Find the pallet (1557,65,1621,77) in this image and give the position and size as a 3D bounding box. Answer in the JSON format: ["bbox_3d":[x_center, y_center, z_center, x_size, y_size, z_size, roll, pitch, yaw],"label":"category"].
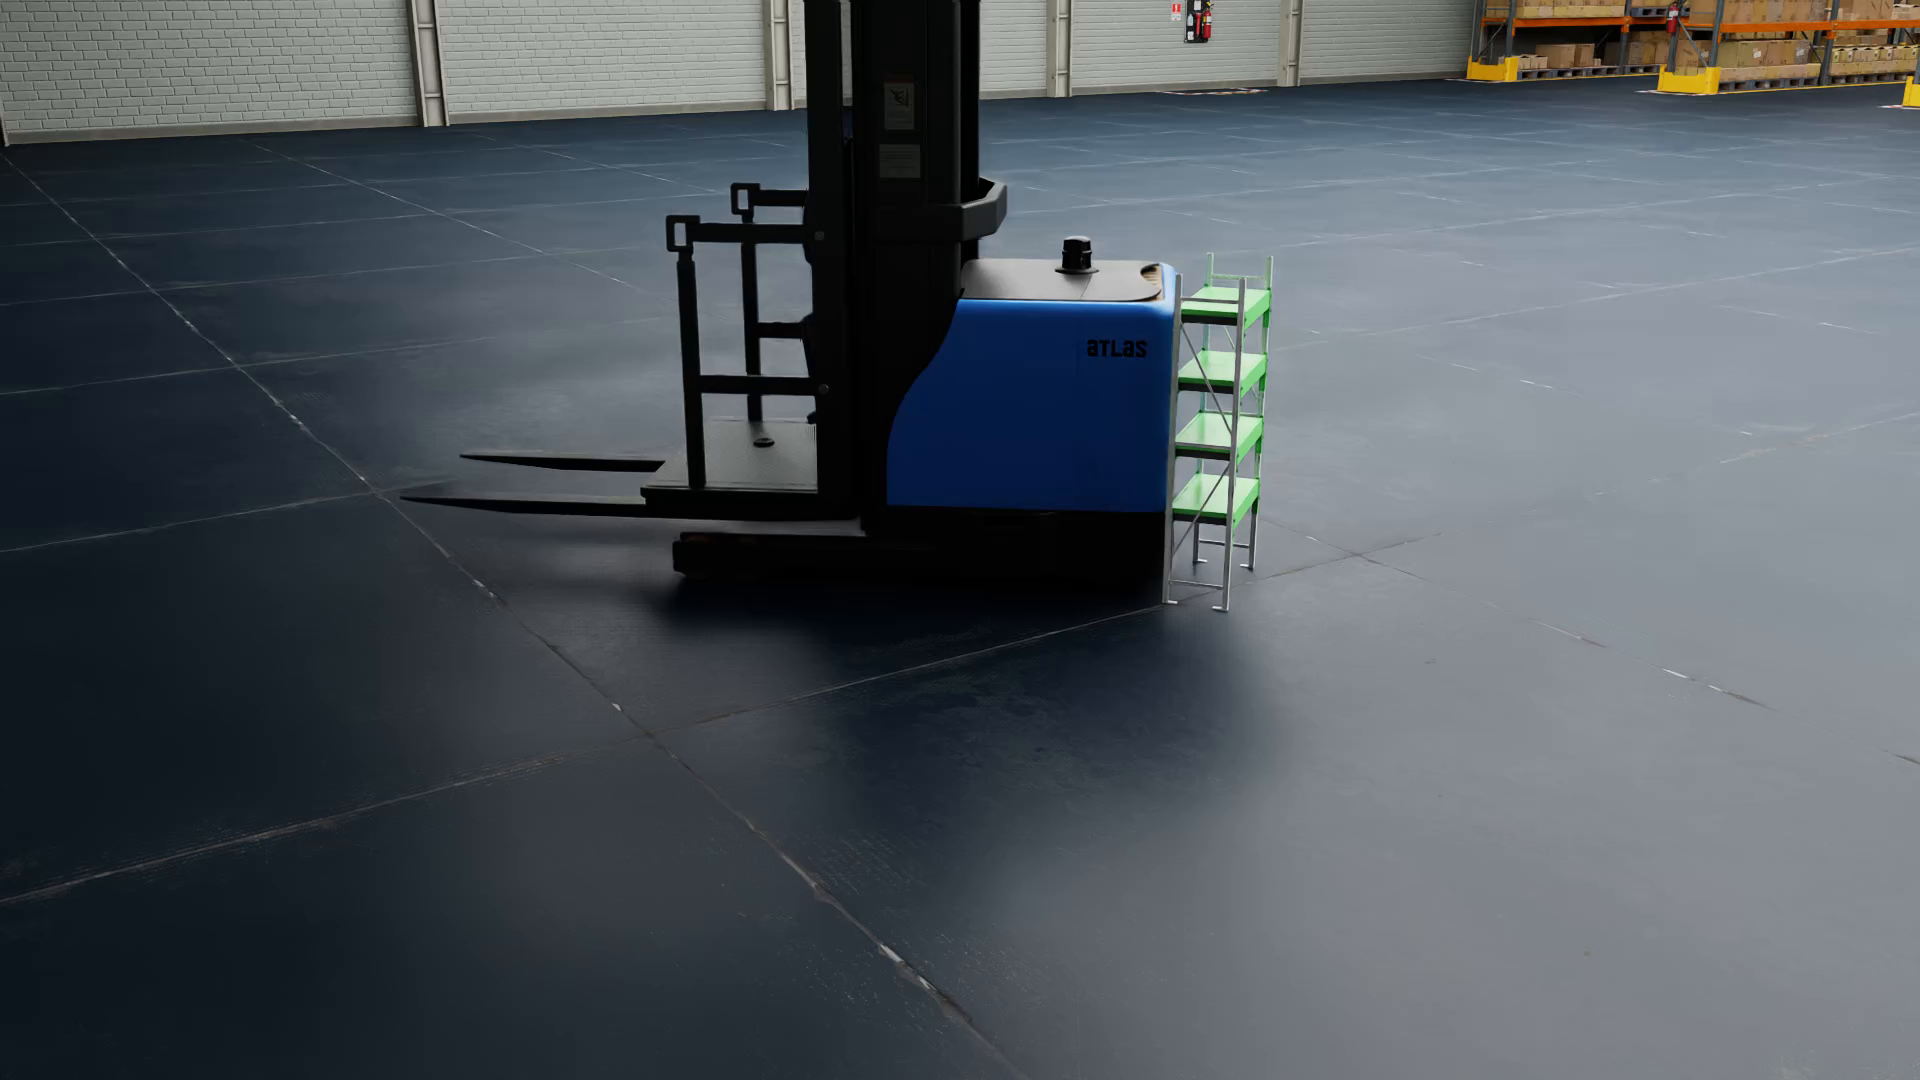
[{"bbox_3d":[14.610,-10.952,38.810,1.213,0.211,1.003,-12,22,-31],"label":"pallet"}]

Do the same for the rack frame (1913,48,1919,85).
[{"bbox_3d":[17.260,-9.046,28.819,0.127,3.000,1.000,-12,22,-31],"label":"rack frame"}]

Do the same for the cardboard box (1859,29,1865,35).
[{"bbox_3d":[24.007,-13.628,44.607,0.250,0.149,0.380,-12,22,-31],"label":"cardboard box"}]

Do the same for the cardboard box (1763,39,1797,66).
[{"bbox_3d":[16.773,-10.014,34.147,0.500,0.500,0.500,-12,22,-31],"label":"cardboard box"}]

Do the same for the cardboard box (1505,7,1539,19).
[{"bbox_3d":[12.393,-11.635,36.681,0.500,0.250,0.500,-13,22,-33],"label":"cardboard box"}]

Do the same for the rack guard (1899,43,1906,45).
[{"bbox_3d":[25.194,-13.334,45.406,0.348,0.500,1.175,-12,22,-31],"label":"rack guard"}]

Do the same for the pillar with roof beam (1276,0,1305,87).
[{"bbox_3d":[9.276,-12.684,30.213,0.400,9.000,9.100,-12,22,-31],"label":"pillar with roof beam"}]

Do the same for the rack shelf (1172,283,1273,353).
[{"bbox_3d":[0.938,-0.795,5.924,0.258,0.148,0.480,7,20,19],"label":"rack shelf"}]

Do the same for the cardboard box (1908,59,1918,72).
[{"bbox_3d":[20.915,-10.519,36.814,0.500,0.250,0.500,-11,22,-30],"label":"cardboard box"}]

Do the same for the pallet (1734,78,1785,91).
[{"bbox_3d":[16.172,-9.410,34.250,1.213,0.211,1.003,-12,22,-31],"label":"pallet"}]

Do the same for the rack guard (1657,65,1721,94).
[{"bbox_3d":[14.518,-9.183,33.128,0.348,0.500,1.175,-12,22,-31],"label":"rack guard"}]

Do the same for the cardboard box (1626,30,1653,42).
[{"bbox_3d":[16.123,-11.993,39.580,0.500,0.250,0.500,-12,22,-33],"label":"cardboard box"}]

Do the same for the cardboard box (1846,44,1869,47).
[{"bbox_3d":[19.760,-10.745,36.606,0.500,0.311,0.500,-13,22,-33],"label":"cardboard box"}]

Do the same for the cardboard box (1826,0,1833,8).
[{"bbox_3d":[22.295,-14.043,43.131,0.700,0.700,0.980,-12,22,-31],"label":"cardboard box"}]

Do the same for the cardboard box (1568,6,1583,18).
[{"bbox_3d":[13.671,-11.907,37.485,0.500,0.250,0.500,-12,22,-31],"label":"cardboard box"}]

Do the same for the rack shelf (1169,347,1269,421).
[{"bbox_3d":[0.938,-0.568,6.001,0.258,0.148,0.480,7,20,19],"label":"rack shelf"}]

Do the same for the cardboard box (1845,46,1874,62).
[{"bbox_3d":[19.214,-10.423,35.653,0.500,0.311,0.500,-13,22,-33],"label":"cardboard box"}]

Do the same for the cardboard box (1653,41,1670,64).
[{"bbox_3d":[16.610,-11.742,40.010,0.500,0.500,0.700,-12,22,-31],"label":"cardboard box"}]

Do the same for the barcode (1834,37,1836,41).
[{"bbox_3d":[18.321,-10.489,34.803,0.075,0.075,0.001,-12,22,-31],"label":"barcode"}]

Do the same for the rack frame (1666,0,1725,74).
[{"bbox_3d":[14.538,-10.372,32.740,0.127,3.000,1.000,-12,22,-31],"label":"rack frame"}]

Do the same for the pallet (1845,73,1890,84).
[{"bbox_3d":[19.493,-10.112,36.325,1.213,0.211,1.003,-12,22,-31],"label":"pallet"}]

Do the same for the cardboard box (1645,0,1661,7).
[{"bbox_3d":[16.066,-12.833,39.178,0.500,0.500,0.700,-9,21,-26],"label":"cardboard box"}]

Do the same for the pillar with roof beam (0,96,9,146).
[{"bbox_3d":[-10.768,-8.457,17.709,0.400,9.000,9.100,-12,22,-31],"label":"pillar with roof beam"}]

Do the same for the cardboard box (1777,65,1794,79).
[{"bbox_3d":[16.780,-9.655,34.258,0.500,0.250,0.500,-12,22,-31],"label":"cardboard box"}]

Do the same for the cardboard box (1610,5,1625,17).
[{"bbox_3d":[14.923,-12.174,38.275,0.500,0.250,0.500,-12,22,-31],"label":"cardboard box"}]

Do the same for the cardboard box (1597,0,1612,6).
[{"bbox_3d":[14.513,-12.439,37.886,0.500,0.500,0.500,-12,22,-32],"label":"cardboard box"}]

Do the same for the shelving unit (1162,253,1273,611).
[{"bbox_3d":[0.938,-0.401,6.057,0.258,1.200,0.503,7,20,19],"label":"shelving unit"}]

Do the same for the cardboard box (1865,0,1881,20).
[{"bbox_3d":[19.388,-11.435,35.730,0.500,0.500,0.500,-12,22,-31],"label":"cardboard box"}]

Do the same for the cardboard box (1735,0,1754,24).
[{"bbox_3d":[15.371,-10.592,33.234,0.500,0.500,0.700,-11,22,-30],"label":"cardboard box"}]

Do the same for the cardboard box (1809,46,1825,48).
[{"bbox_3d":[18.491,-10.480,35.821,0.500,0.311,0.500,-11,22,-30],"label":"cardboard box"}]

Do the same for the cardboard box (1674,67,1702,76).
[{"bbox_3d":[14.824,-9.441,33.626,0.500,0.250,0.500,-12,22,-31],"label":"cardboard box"}]

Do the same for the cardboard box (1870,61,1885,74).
[{"bbox_3d":[19.636,-10.248,36.013,0.500,0.250,0.500,-11,22,-30],"label":"cardboard box"}]

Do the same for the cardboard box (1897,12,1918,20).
[{"bbox_3d":[20.621,-11.429,36.261,0.250,0.149,0.380,-12,22,-31],"label":"cardboard box"}]

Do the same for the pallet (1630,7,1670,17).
[{"bbox_3d":[15.870,-12.405,39.055,1.213,0.211,1.003,-12,22,-31],"label":"pallet"}]

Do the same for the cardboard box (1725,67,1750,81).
[{"bbox_3d":[15.524,-9.392,33.480,0.500,0.250,0.500,-12,22,-31],"label":"cardboard box"}]

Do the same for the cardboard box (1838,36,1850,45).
[{"bbox_3d":[22.935,-13.016,43.810,0.500,0.500,0.700,-12,22,-32],"label":"cardboard box"}]

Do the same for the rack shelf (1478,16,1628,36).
[{"bbox_3d":[13.481,-11.707,37.814,4.000,0.370,1.077,-12,22,-31],"label":"rack shelf"}]

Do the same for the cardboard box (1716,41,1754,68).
[{"bbox_3d":[15.525,-9.747,33.358,0.500,0.500,0.500,-12,22,-31],"label":"cardboard box"}]

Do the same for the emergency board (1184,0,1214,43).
[{"bbox_3d":[4.824,-10.569,33.323,0.643,1.169,0.194,-12,22,-31],"label":"emergency board"}]

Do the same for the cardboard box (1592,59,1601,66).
[{"bbox_3d":[14.721,-11.164,38.822,0.250,0.166,0.380,-16,24,-38],"label":"cardboard box"}]

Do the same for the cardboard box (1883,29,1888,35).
[{"bbox_3d":[24.637,-13.615,44.568,0.250,0.149,0.380,-12,22,-32],"label":"cardboard box"}]

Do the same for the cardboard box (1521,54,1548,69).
[{"bbox_3d":[12.914,-10.829,37.604,0.500,0.311,0.500,-10,21,-27],"label":"cardboard box"}]

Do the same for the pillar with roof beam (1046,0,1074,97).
[{"bbox_3d":[4.265,-11.627,27.087,0.400,9.000,9.100,-12,22,-31],"label":"pillar with roof beam"}]

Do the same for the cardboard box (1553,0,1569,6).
[{"bbox_3d":[13.228,-12.167,37.083,0.500,0.500,0.500,-13,22,-33],"label":"cardboard box"}]

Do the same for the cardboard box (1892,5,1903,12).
[{"bbox_3d":[20.366,-11.633,36.609,0.500,0.311,0.500,-12,22,-32],"label":"cardboard box"}]

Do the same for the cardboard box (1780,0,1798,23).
[{"bbox_3d":[16.654,-10.862,34.033,0.500,0.500,0.700,-12,22,-31],"label":"cardboard box"}]

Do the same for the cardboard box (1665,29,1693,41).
[{"bbox_3d":[17.409,-12.260,40.371,0.500,0.250,0.500,-11,22,-30],"label":"cardboard box"}]

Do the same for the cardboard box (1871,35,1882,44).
[{"bbox_3d":[24.226,-13.291,44.622,0.500,0.500,0.700,-12,22,-32],"label":"cardboard box"}]

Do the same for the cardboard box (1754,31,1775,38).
[{"bbox_3d":[19.914,-12.533,41.833,0.750,0.750,0.750,-12,22,-32],"label":"cardboard box"}]

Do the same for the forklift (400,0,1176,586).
[{"bbox_3d":[-0.668,-1.400,6.311,3.031,2.935,1.130,2,19,6],"label":"forklift"}]

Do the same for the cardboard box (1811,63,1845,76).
[{"bbox_3d":[18.352,-9.977,35.211,0.500,0.250,0.500,-13,22,-33],"label":"cardboard box"}]

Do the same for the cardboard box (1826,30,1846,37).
[{"bbox_3d":[22.900,-13.248,43.481,0.250,0.149,0.380,-11,22,-30],"label":"cardboard box"}]

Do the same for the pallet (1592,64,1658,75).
[{"bbox_3d":[15.801,-11.217,39.595,1.213,0.211,1.003,-12,22,-31],"label":"pallet"}]

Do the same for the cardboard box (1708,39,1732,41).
[{"bbox_3d":[15.650,-9.977,34.040,0.500,0.500,0.500,-12,22,-31],"label":"cardboard box"}]

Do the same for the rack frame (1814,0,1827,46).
[{"bbox_3d":[21.833,-13.810,42.909,0.127,3.000,1.000,-12,22,-31],"label":"rack frame"}]

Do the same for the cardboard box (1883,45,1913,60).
[{"bbox_3d":[20.487,-10.691,36.447,0.500,0.311,0.500,-12,22,-32],"label":"cardboard box"}]
